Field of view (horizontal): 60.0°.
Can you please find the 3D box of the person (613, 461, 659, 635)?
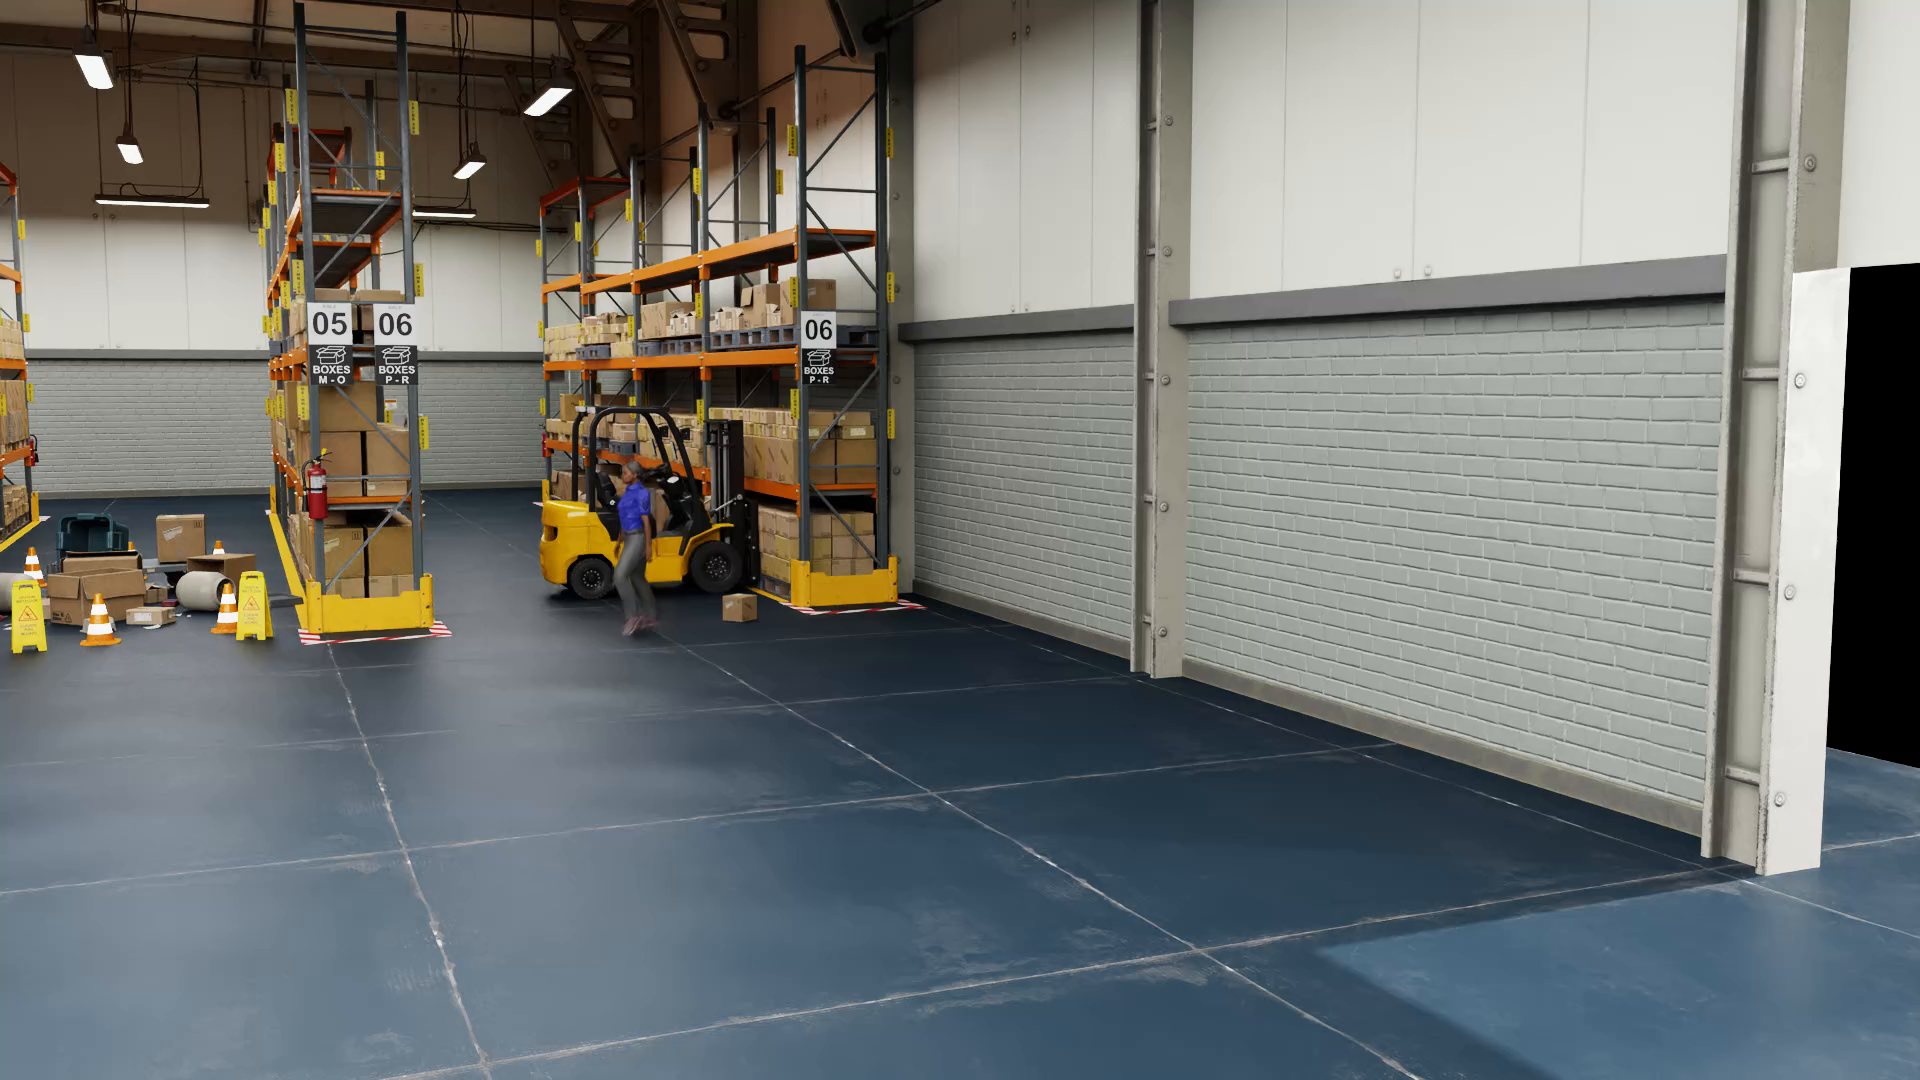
[{"bbox_3d":[-3.195,0.085,16.255,0.496,1.723,0.497,-3,6,-27],"label":"person"}]
